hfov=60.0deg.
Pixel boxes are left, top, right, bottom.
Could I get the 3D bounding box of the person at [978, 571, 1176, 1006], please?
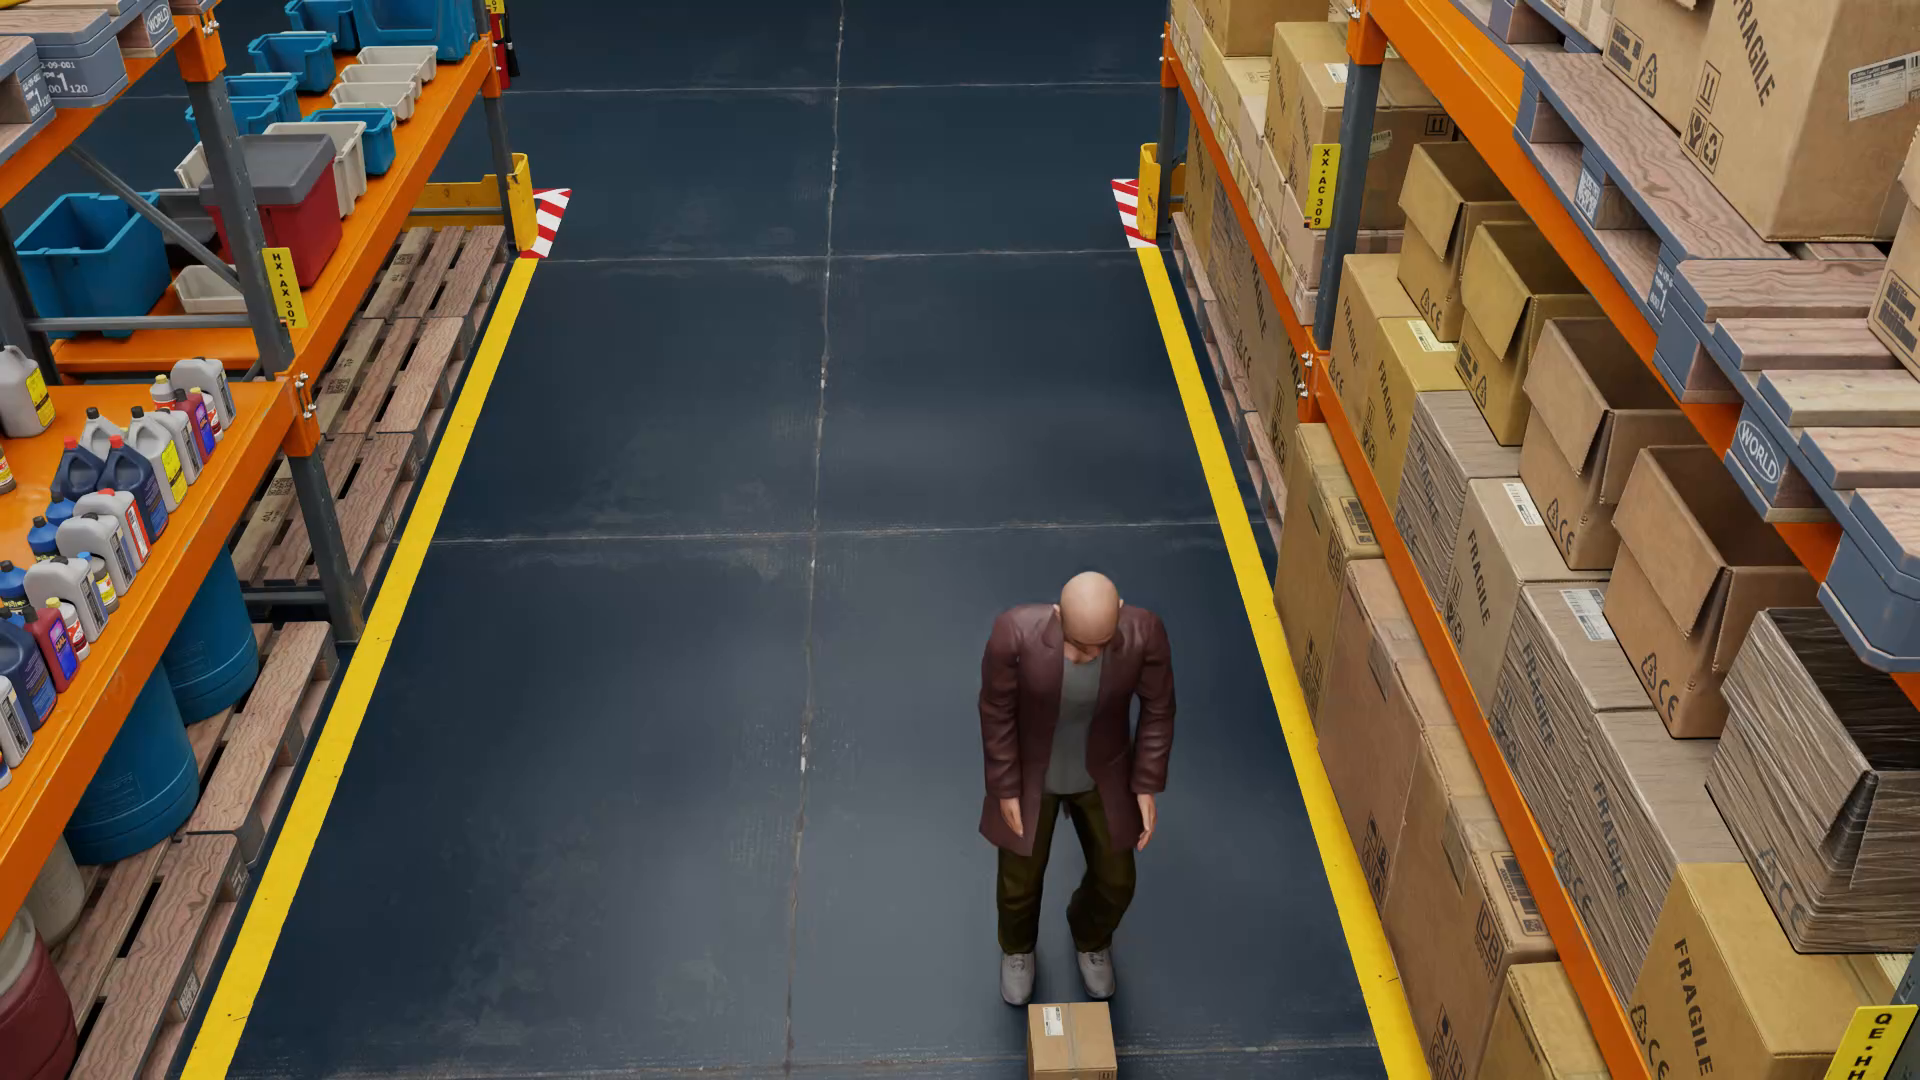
[{"bbox_3d":[0.354,0.741,5.173,0.599,1.697,0.459,-1,35,-1],"label":"person"}]
